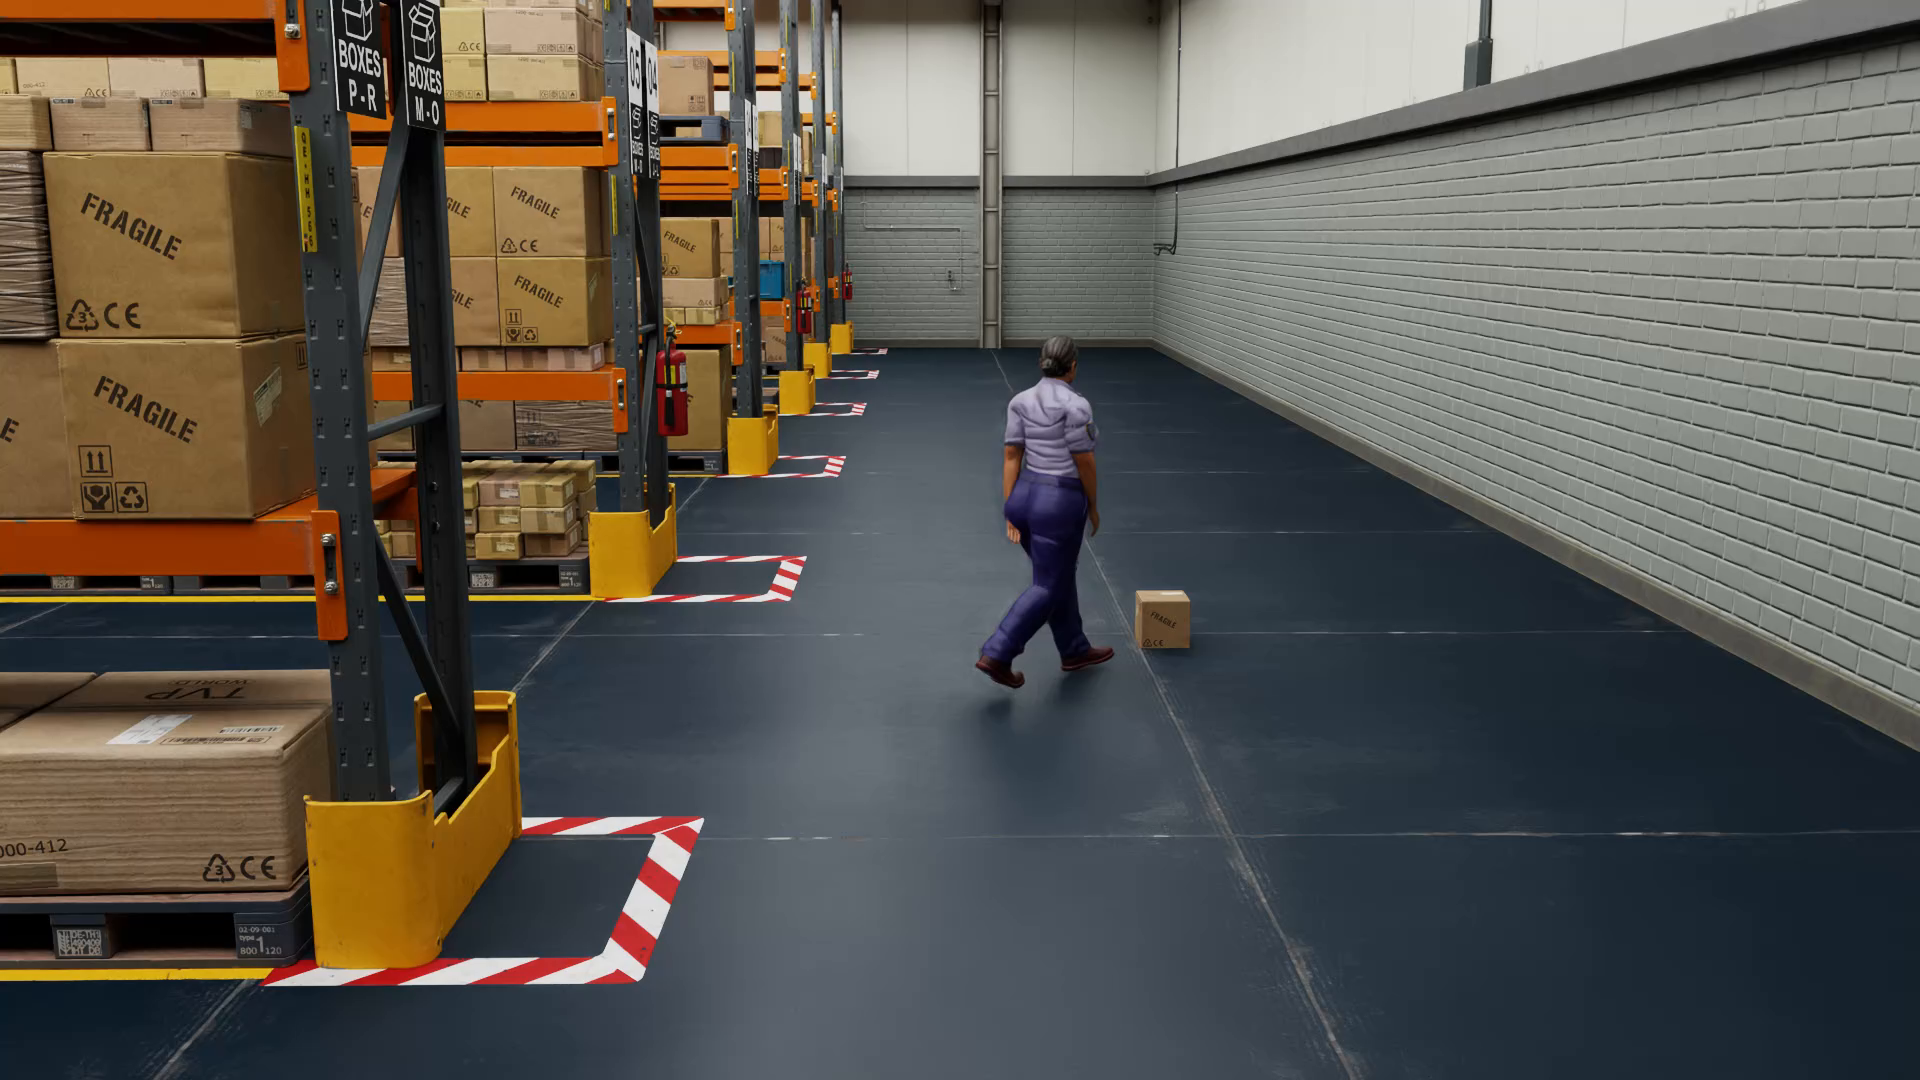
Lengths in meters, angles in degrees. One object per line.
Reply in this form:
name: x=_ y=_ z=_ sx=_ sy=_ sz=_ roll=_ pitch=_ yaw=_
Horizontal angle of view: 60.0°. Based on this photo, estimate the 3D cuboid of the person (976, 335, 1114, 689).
person: x=0.396 y=-0.129 z=7.658 sx=0.981 sy=1.610 sz=0.450 roll=-9 pitch=14 yaw=-39
